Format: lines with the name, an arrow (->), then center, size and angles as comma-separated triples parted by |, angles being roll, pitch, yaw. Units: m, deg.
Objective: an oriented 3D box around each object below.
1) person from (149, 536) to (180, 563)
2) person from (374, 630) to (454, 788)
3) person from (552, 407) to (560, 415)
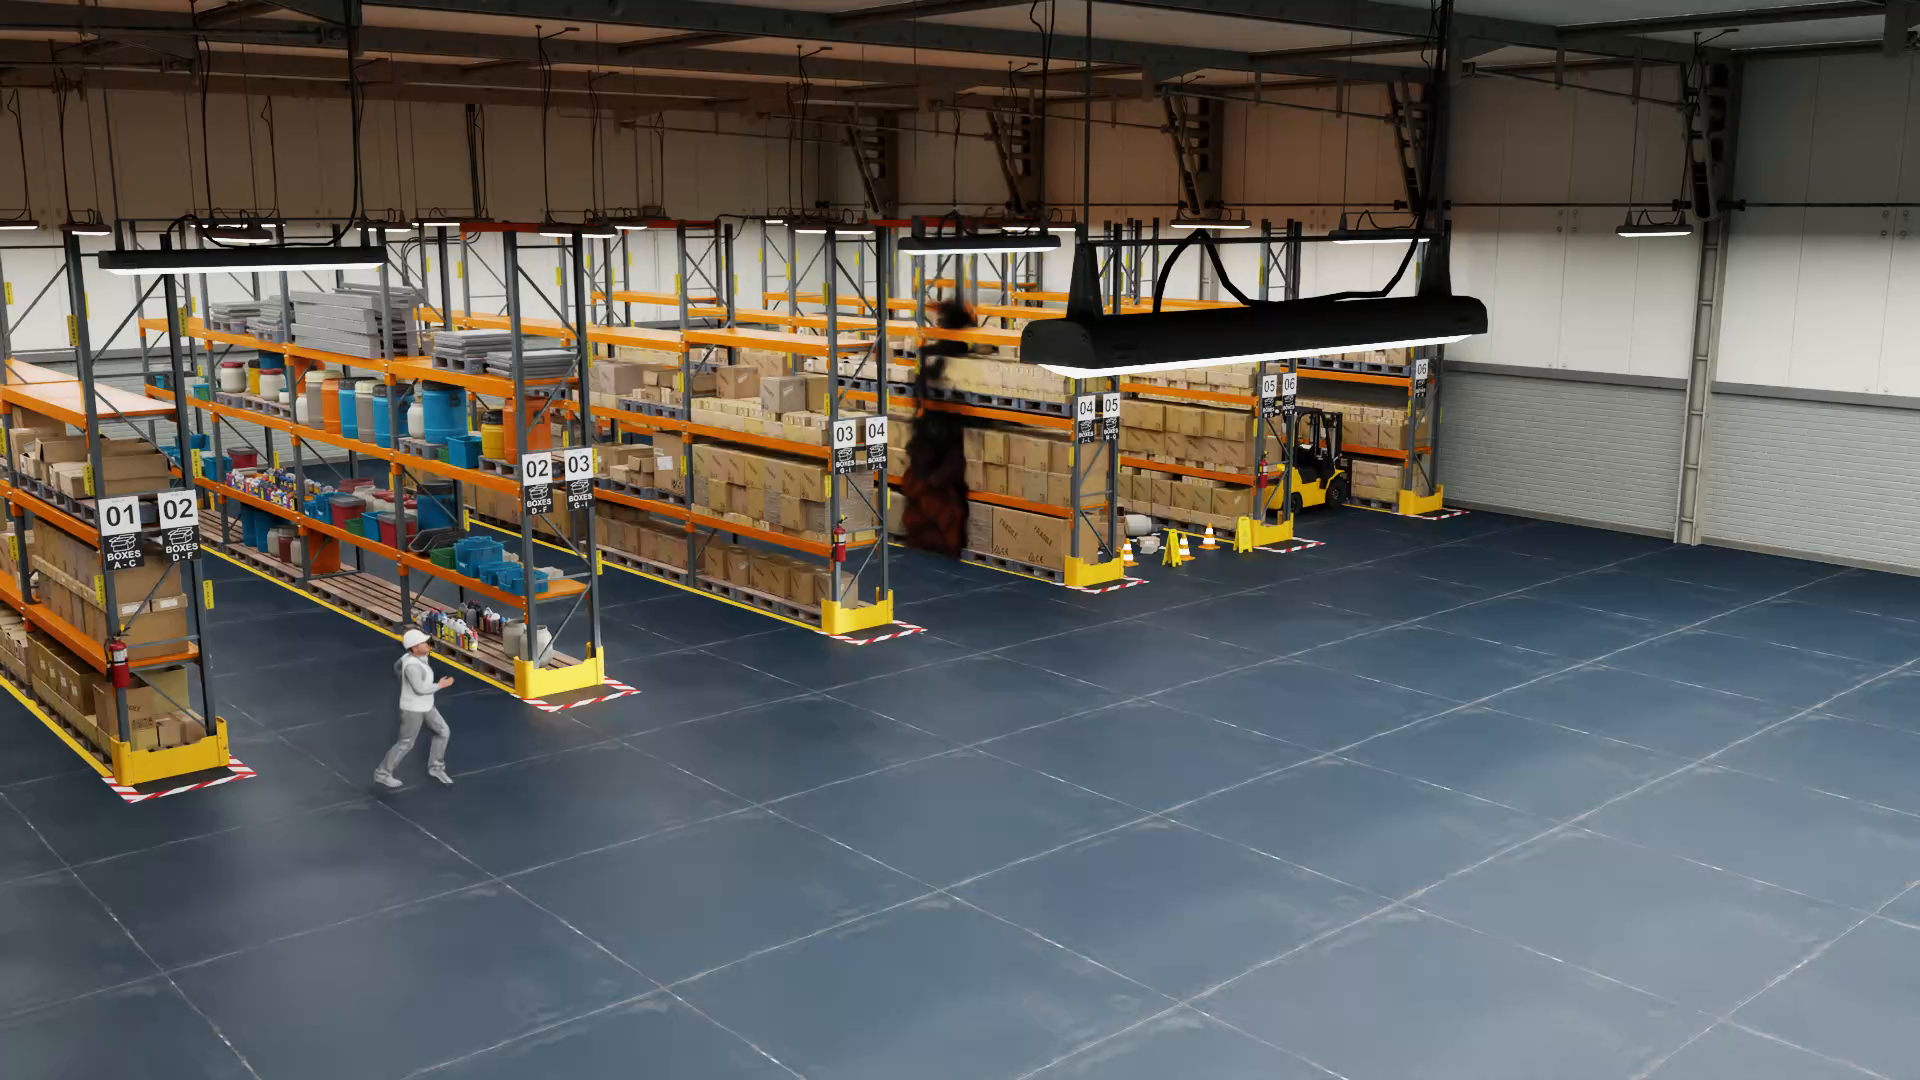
person -> -12.974, 0.086, 27.031 | 0.649, 1.772, 0.677 | 9, 15, 38
person -> -5.979, 1.860, 18.207 | 0.894, 1.821, 0.661 | -2, 12, -11
person -> -9.782, -2.435, 40.070 | 0.562, 1.530, 0.451 | 8, 14, 34
